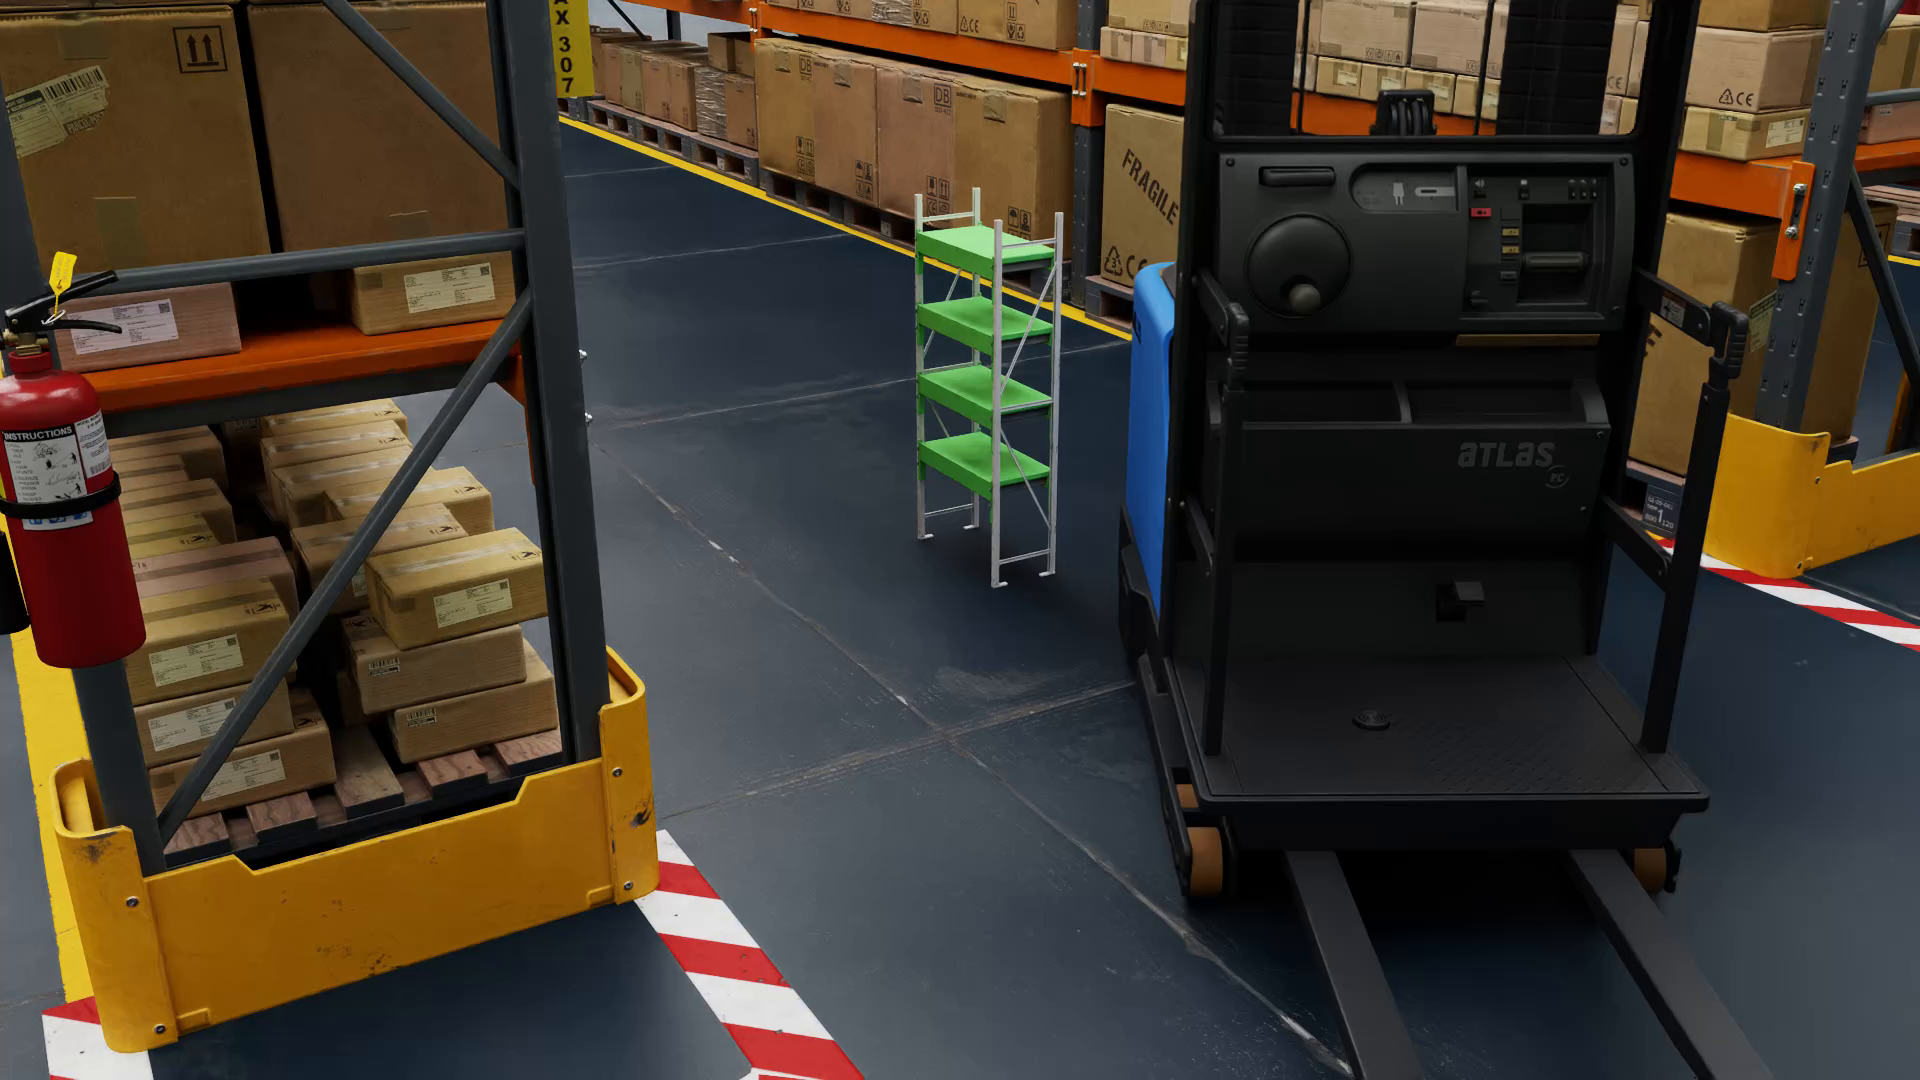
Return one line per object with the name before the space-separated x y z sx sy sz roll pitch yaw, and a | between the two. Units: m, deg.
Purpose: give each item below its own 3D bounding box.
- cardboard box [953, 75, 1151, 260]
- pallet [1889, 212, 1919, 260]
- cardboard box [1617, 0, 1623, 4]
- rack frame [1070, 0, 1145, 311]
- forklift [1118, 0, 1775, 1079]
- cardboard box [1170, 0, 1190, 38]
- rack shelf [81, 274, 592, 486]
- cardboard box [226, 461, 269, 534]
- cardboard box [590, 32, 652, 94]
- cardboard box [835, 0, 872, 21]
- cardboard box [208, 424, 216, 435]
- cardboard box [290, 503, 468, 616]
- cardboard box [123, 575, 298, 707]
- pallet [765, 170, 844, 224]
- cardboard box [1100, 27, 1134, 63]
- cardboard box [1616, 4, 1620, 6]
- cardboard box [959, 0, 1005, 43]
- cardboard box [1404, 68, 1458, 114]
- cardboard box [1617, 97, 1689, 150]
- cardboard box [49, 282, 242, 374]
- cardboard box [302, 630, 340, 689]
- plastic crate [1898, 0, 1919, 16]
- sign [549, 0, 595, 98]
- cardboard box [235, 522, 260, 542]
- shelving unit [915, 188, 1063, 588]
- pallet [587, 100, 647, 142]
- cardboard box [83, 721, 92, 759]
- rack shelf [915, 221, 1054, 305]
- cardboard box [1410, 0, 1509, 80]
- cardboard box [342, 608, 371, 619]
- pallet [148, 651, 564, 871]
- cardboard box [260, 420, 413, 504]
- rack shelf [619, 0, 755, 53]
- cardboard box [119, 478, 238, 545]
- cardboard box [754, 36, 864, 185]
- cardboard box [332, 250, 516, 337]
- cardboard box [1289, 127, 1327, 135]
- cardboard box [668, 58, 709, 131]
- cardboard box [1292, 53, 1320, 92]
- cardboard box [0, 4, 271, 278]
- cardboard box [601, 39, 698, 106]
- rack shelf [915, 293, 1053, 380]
cardboard box | 0.706 -2.134 9.341 1.225 0.875 0.875 -13 25 -28
pallet | 6.344 -1.755 9.849 1.003 0.211 1.213 -13 25 -28
cardboard box | 2.555 -2.377 6.483 0.500 0.500 0.500 -13 26 -30
rack frame | 1.050 -2.720 8.520 1.000 3.000 0.127 -13 25 -28
forklift | 1.049 -0.658 3.537 1.130 2.935 3.031 0 22 -1
cardboard box | 1.314 -2.424 7.596 0.500 0.250 0.500 -13 25 -28
rack shelf | -2.244 -0.818 4.796 1.077 0.370 4.000 -13 25 -28
cardboard box | -1.991 -0.148 5.024 0.380 0.149 0.250 -11 25 -26
cardboard box | -3.207 -4.483 15.620 0.500 0.500 0.500 -13 26 -30
cardboard box | -0.449 -3.520 10.355 0.500 0.500 0.500 -13 26 -29
cardboard box | -2.487 -0.501 5.894 0.380 0.149 0.250 -12 25 -28
cardboard box | -1.443 0.046 4.154 0.380 0.149 0.250 -12 25 -27
cardboard box | -1.711 0.224 3.715 0.380 0.149 0.250 -12 25 -28
pallet | -0.656 -2.453 11.567 1.003 0.211 1.213 -13 25 -28
cardboard box | 0.915 -2.444 8.174 0.380 0.149 0.250 -13 25 -28
cardboard box | 2.555 -2.031 6.629 0.500 0.250 0.500 -14 26 -30
cardboard box | 0.329 -3.027 9.142 0.500 0.500 0.500 -12 25 -27
cardboard box | 1.972 -1.775 6.528 0.380 0.149 0.250 -13 25 -28
cardboard box | 2.494 -1.445 5.716 0.380 0.149 0.250 -12 25 -28
cardboard box | -1.632 -0.439 3.241 0.380 0.149 0.250 -13 25 -28
cardboard box | -1.552 0.243 4.458 0.380 0.149 0.250 -12 25 -28
plastic crate | 5.548 -3.393 10.011 0.402 0.464 0.583 -13 25 -28
sign | -0.756 -1.009 3.161 0.100 0.325 0.005 -13 25 -28
cardboard box | -2.053 0.094 4.430 0.380 0.149 0.250 -13 25 -29
shelving unit | 0.085 -0.502 5.454 0.258 1.200 0.503 -13 25 -28
pallet | -2.638 -3.766 14.797 1.003 0.211 1.213 -13 25 -28
cardboard box | -1.889 0.428 4.003 0.380 0.149 0.250 -12 25 -27
rack shelf | 0.085 -0.888 5.297 0.258 0.148 0.480 -13 25 -28
cardboard box | 2.098 -1.928 6.376 0.500 0.250 0.500 -14 26 -30
cardboard box | -1.361 0.166 4.253 0.380 0.149 0.250 -13 25 -28
pallet | -1.646 0.494 4.317 1.003 0.211 1.213 -13 25 -28
cardboard box | -1.793 -0.217 4.799 0.380 0.149 0.250 -12 25 -26
rack shelf | -2.015 -4.329 13.434 1.077 0.370 4.000 -13 25 -28
cardboard box | -2.109 -0.024 4.325 0.380 0.149 0.250 -14 26 -30
cardboard box | -0.659 -2.998 11.467 1.225 0.875 0.875 -14 26 -31
cardboard box | -1.106 -0.555 3.528 0.380 0.149 0.250 -13 25 -29
cardboard box | 1.778 -1.410 7.561 0.875 0.875 0.875 -13 25 -28
cardboard box | -1.943 -3.633 13.501 0.700 0.500 0.500 -10 24 -24
cardboard box | 1.577 -2.024 7.142 0.380 0.149 0.250 -12 25 -28
cardboard box | -1.674 -0.784 3.229 0.500 0.500 0.500 -12 25 -27
cardboard box | -2.742 -4.153 14.780 0.700 0.500 0.500 -15 26 -32
rack shelf | 0.085 -0.665 5.387 0.258 0.148 0.480 -13 25 -28
